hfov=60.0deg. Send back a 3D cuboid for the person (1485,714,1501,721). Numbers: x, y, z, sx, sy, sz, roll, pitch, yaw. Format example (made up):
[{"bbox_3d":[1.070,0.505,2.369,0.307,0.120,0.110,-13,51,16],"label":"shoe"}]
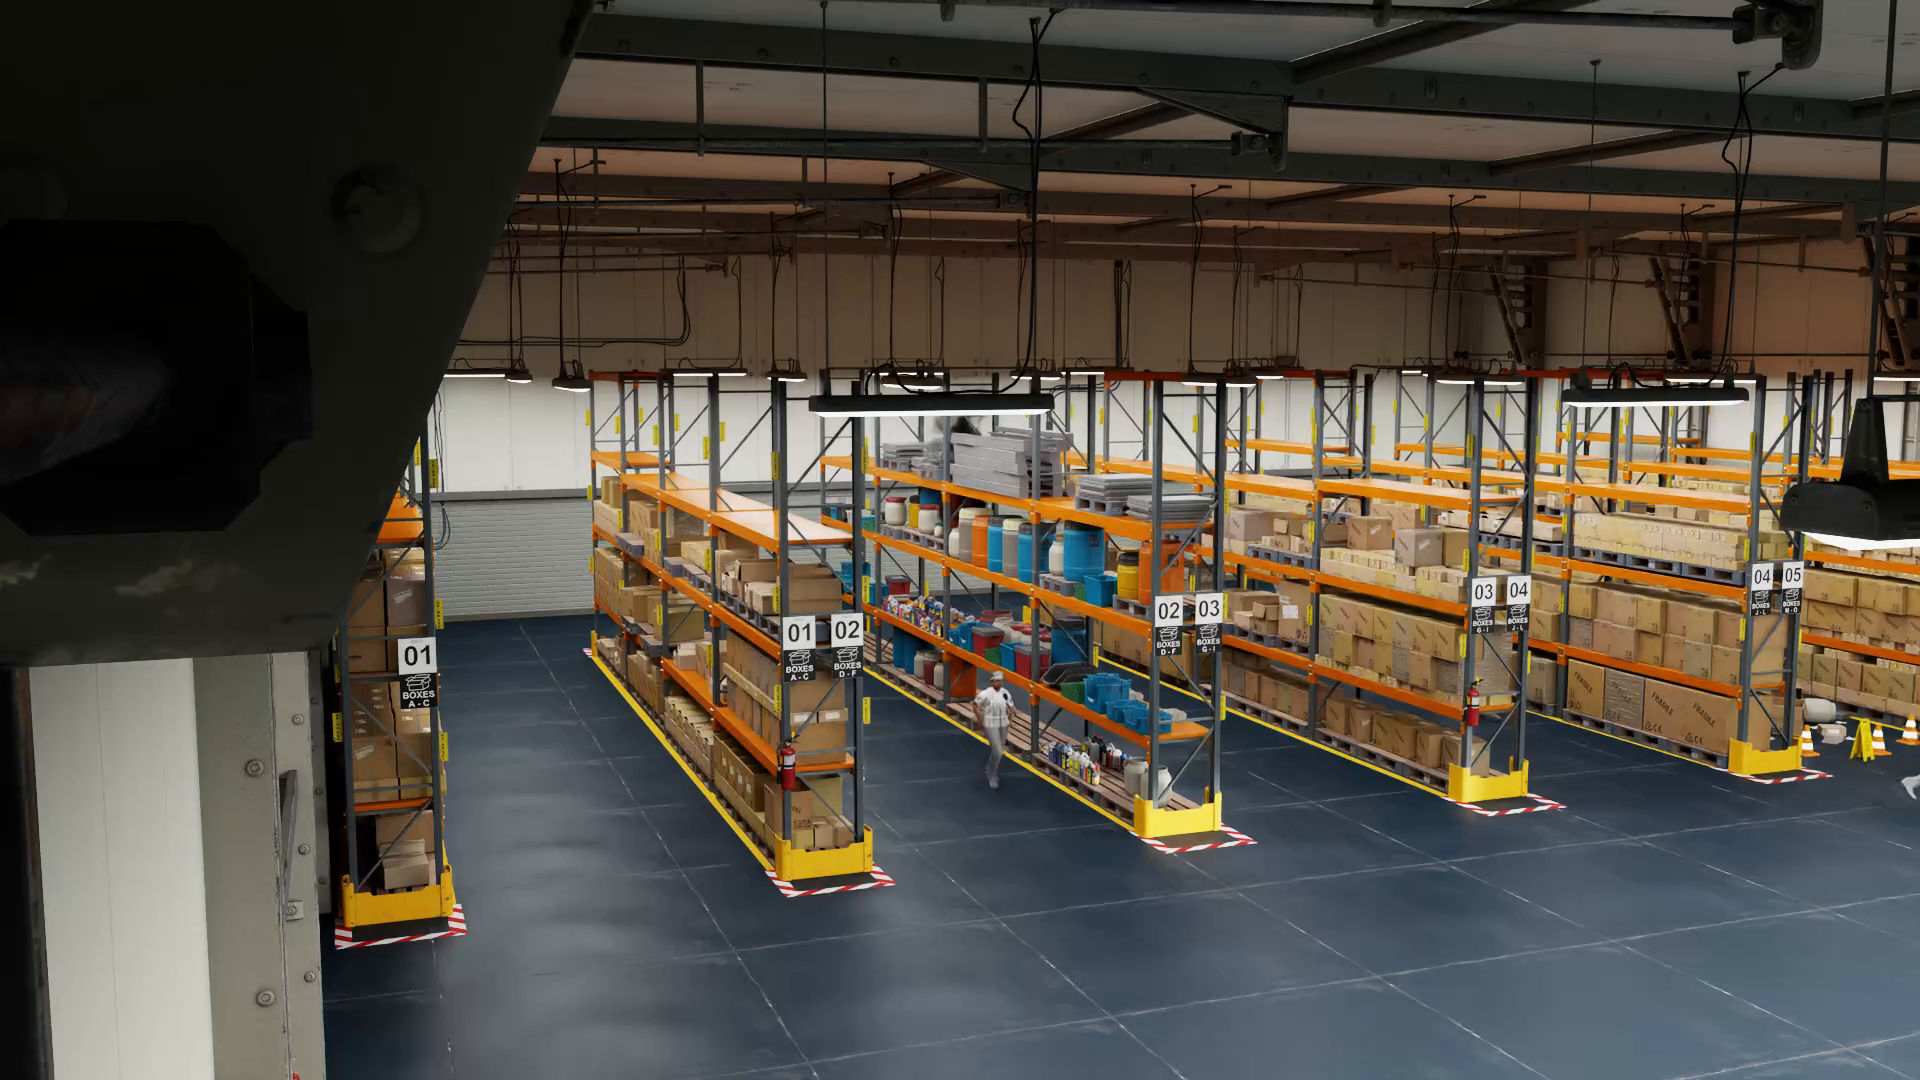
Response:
[{"bbox_3d":[9.138,2.205,29.014,0.714,1.754,1.028,-3,7,-22],"label":"person"}]

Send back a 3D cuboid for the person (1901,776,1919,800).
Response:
[{"bbox_3d":[13.671,2.976,23.105,0.994,1.609,0.707,4,7,32],"label":"person"}]

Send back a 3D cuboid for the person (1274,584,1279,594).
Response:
[{"bbox_3d":[8.309,0.811,42.200,0.792,1.727,0.579,-2,7,-15],"label":"person"}]

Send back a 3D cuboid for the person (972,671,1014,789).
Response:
[{"bbox_3d":[0.529,2.774,24.433,0.541,1.741,0.724,-4,7,-29],"label":"person"}]
